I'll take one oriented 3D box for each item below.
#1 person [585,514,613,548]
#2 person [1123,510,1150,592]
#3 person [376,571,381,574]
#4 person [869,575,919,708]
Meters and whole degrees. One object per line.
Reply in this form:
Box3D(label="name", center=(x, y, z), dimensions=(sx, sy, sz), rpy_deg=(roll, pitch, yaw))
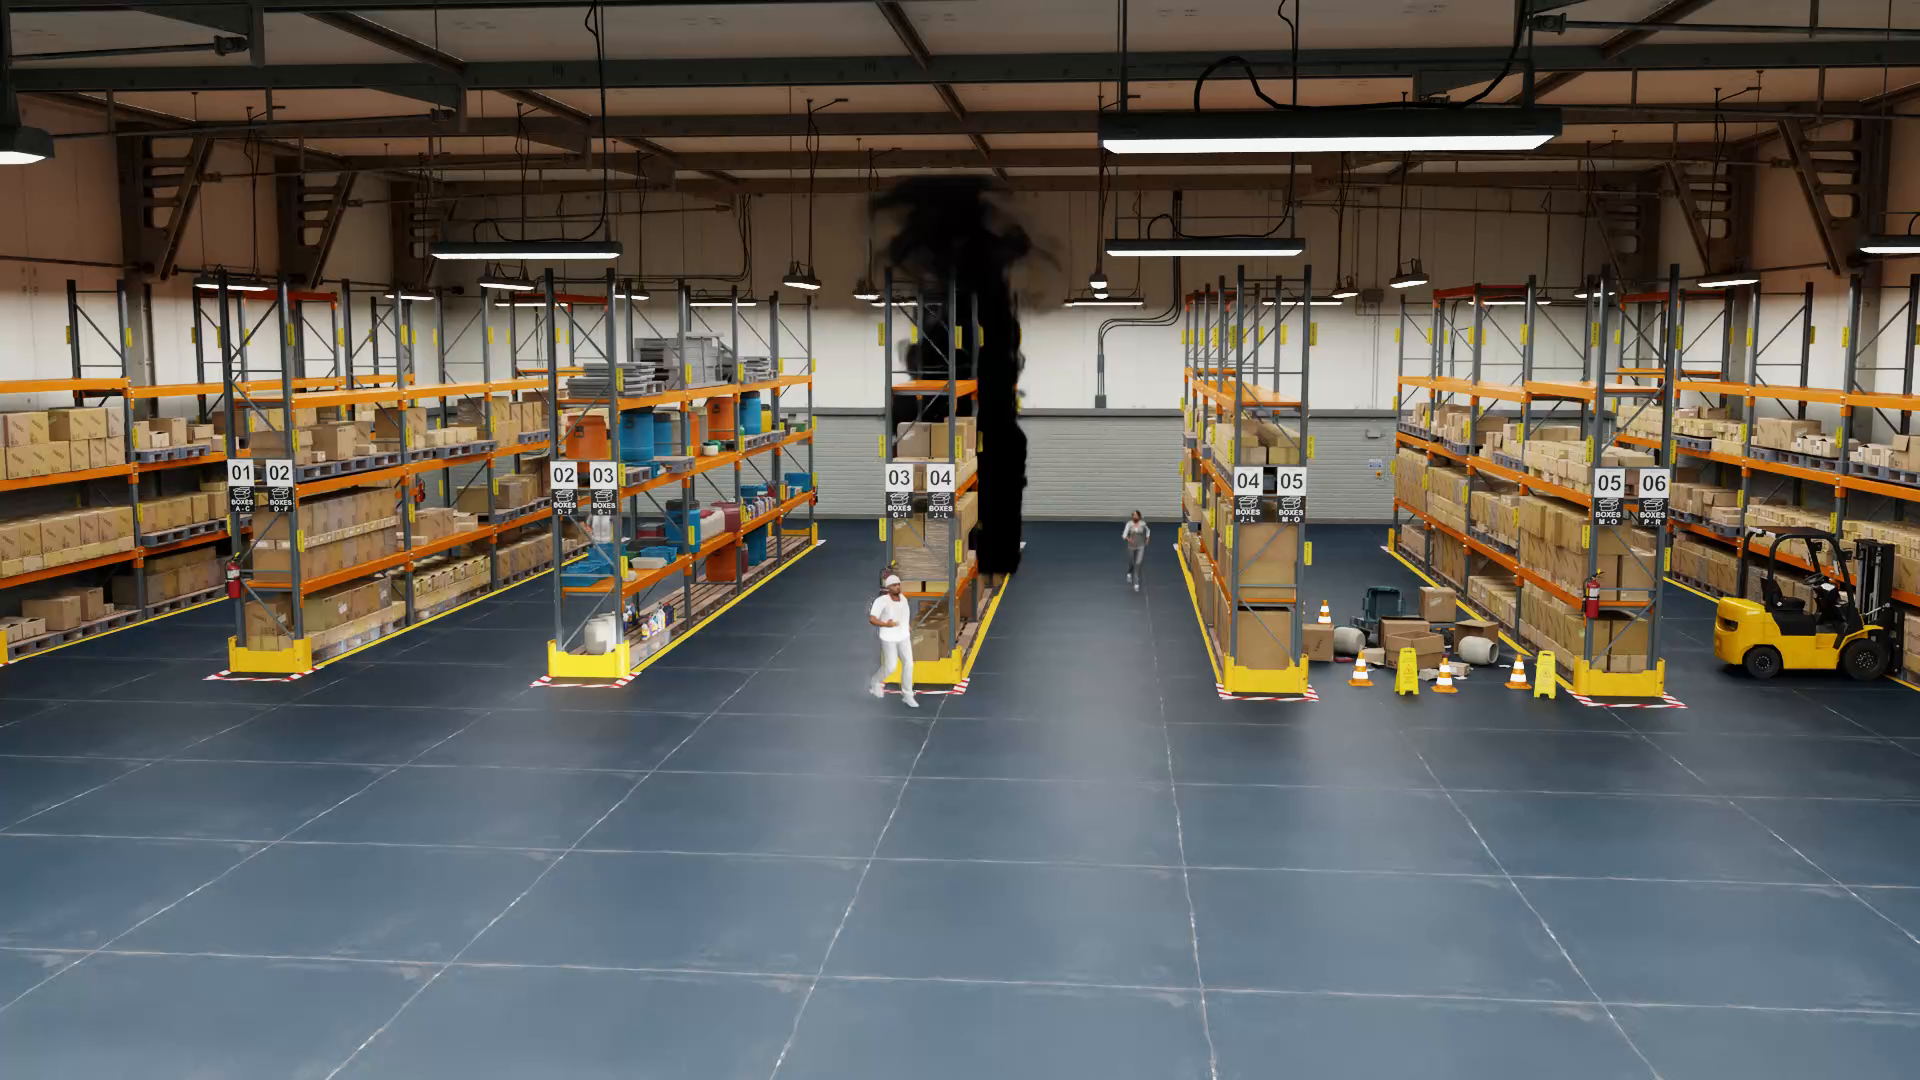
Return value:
Box3D(label="person", center=(-7.225, 0.042, 33.620), dimensions=(0.685, 1.790, 0.833), rpy_deg=(0, 7, -2))
Box3D(label="person", center=(3.526, 0.188, 33.262), dimensions=(0.550, 1.591, 0.859), rpy_deg=(1, 7, 5))
Box3D(label="person", center=(-12.016, 0.100, 33.828), dimensions=(0.577, 1.605, 0.644), rpy_deg=(-1, 7, -5))
Box3D(label="person", center=(-0.915, 1.369, 22.750), dimensions=(0.704, 1.785, 0.848), rpy_deg=(-5, 9, -36))
